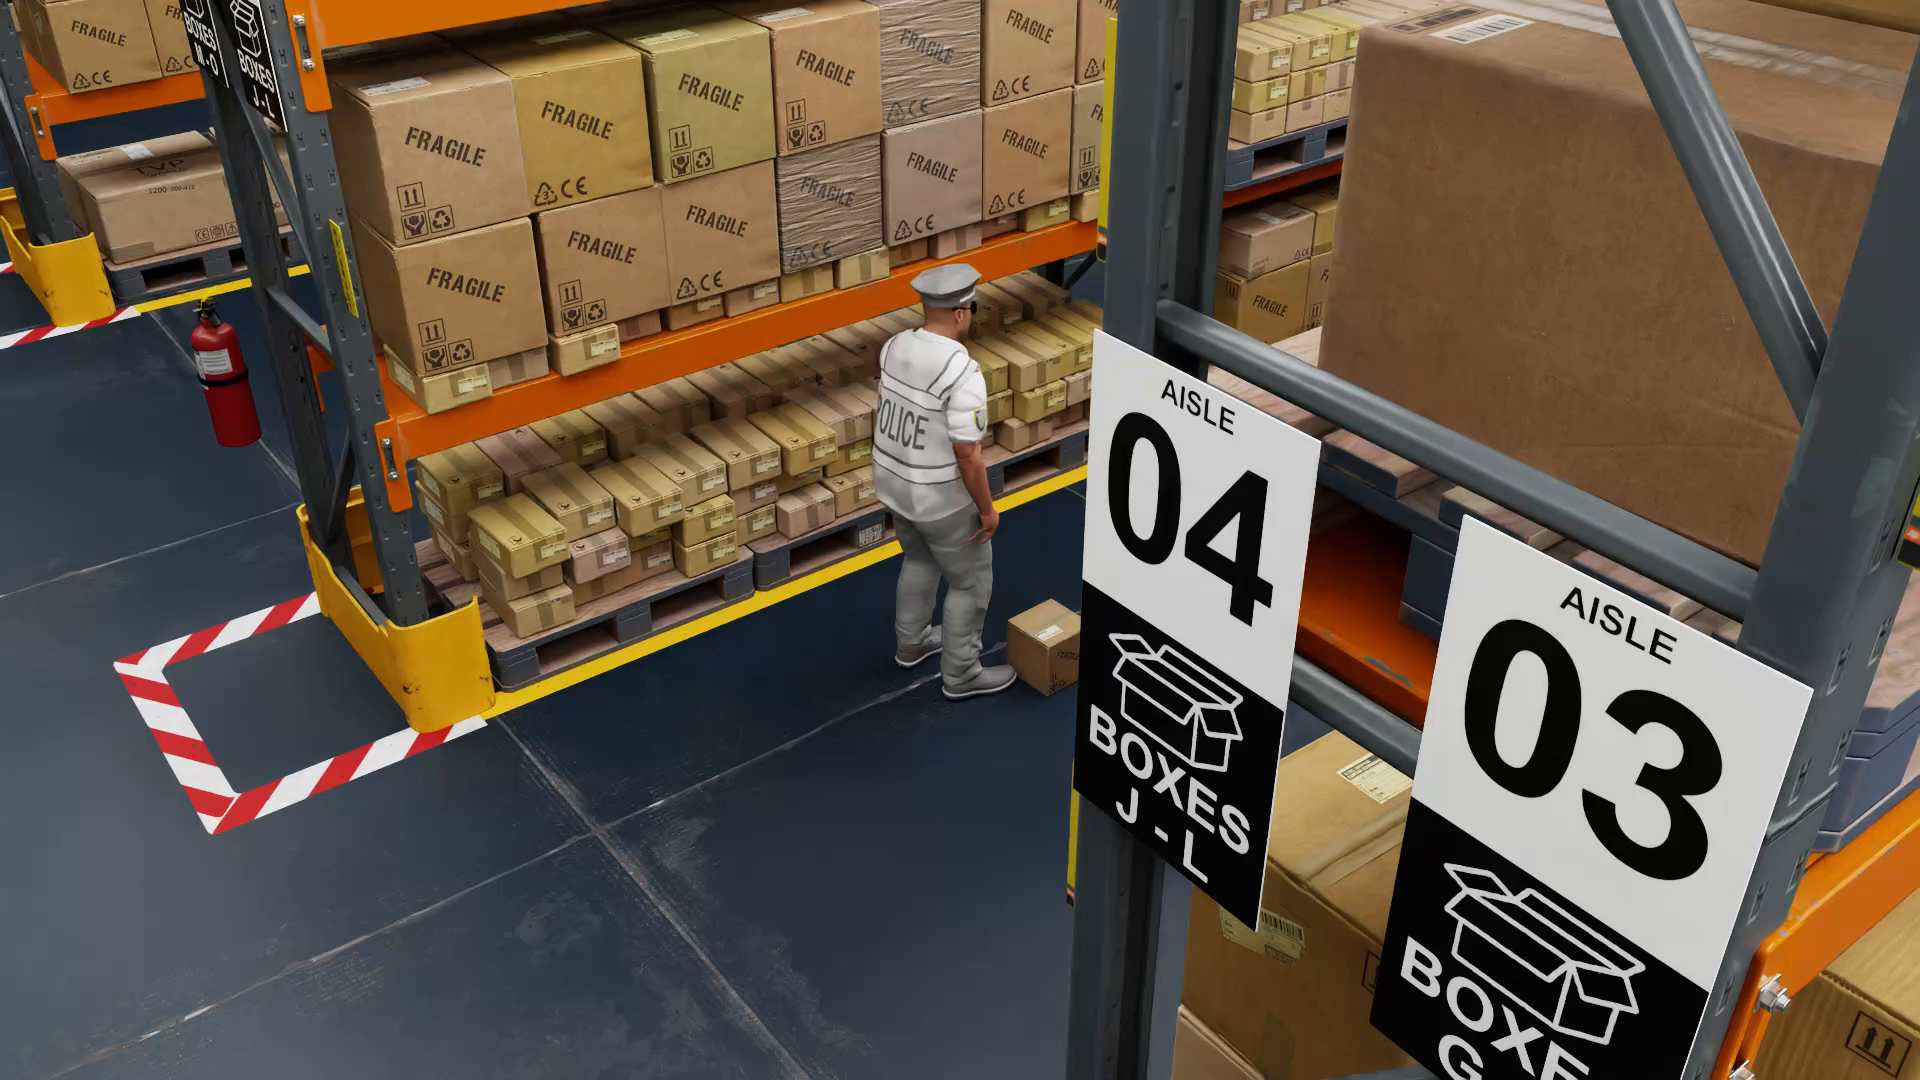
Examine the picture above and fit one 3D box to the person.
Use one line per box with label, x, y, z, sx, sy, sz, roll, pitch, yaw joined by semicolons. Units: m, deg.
person;-0.093;-0.199;6.448;0.439;1.747;0.584;-24;39;-33
